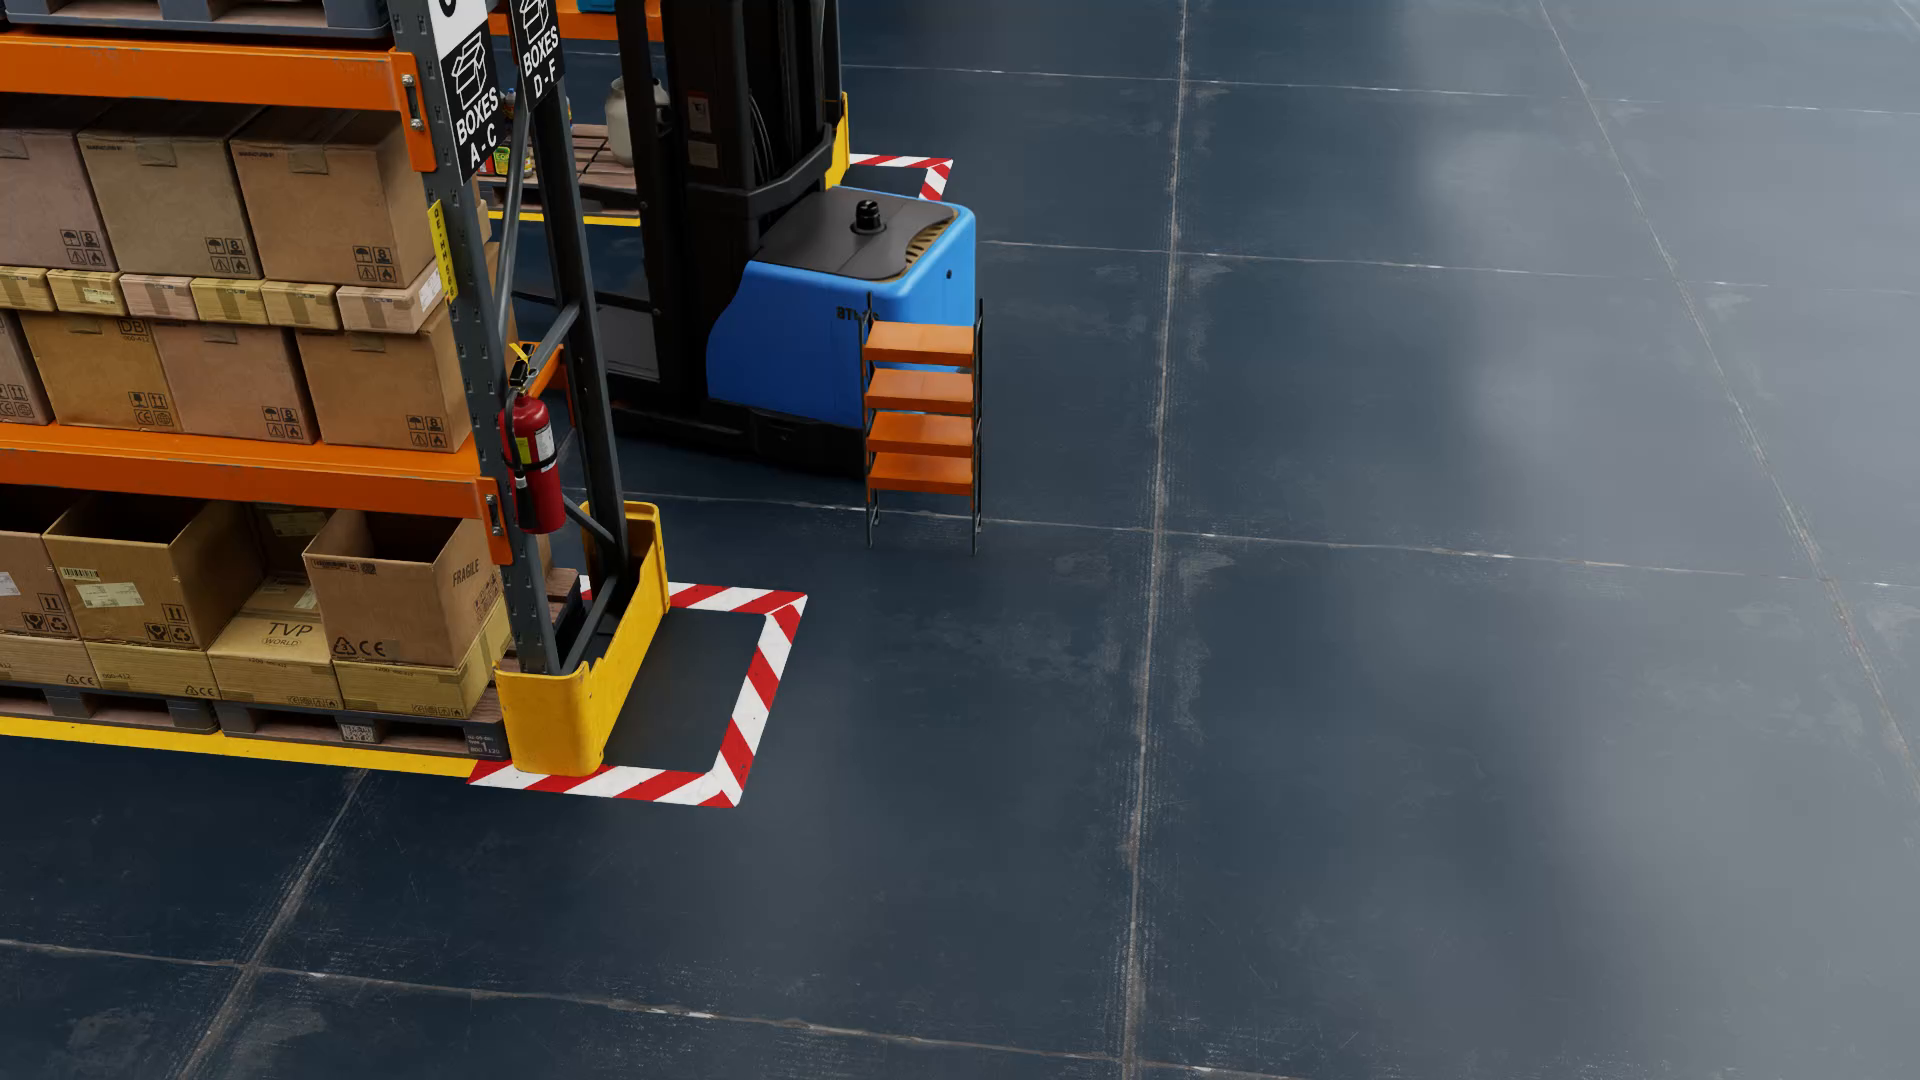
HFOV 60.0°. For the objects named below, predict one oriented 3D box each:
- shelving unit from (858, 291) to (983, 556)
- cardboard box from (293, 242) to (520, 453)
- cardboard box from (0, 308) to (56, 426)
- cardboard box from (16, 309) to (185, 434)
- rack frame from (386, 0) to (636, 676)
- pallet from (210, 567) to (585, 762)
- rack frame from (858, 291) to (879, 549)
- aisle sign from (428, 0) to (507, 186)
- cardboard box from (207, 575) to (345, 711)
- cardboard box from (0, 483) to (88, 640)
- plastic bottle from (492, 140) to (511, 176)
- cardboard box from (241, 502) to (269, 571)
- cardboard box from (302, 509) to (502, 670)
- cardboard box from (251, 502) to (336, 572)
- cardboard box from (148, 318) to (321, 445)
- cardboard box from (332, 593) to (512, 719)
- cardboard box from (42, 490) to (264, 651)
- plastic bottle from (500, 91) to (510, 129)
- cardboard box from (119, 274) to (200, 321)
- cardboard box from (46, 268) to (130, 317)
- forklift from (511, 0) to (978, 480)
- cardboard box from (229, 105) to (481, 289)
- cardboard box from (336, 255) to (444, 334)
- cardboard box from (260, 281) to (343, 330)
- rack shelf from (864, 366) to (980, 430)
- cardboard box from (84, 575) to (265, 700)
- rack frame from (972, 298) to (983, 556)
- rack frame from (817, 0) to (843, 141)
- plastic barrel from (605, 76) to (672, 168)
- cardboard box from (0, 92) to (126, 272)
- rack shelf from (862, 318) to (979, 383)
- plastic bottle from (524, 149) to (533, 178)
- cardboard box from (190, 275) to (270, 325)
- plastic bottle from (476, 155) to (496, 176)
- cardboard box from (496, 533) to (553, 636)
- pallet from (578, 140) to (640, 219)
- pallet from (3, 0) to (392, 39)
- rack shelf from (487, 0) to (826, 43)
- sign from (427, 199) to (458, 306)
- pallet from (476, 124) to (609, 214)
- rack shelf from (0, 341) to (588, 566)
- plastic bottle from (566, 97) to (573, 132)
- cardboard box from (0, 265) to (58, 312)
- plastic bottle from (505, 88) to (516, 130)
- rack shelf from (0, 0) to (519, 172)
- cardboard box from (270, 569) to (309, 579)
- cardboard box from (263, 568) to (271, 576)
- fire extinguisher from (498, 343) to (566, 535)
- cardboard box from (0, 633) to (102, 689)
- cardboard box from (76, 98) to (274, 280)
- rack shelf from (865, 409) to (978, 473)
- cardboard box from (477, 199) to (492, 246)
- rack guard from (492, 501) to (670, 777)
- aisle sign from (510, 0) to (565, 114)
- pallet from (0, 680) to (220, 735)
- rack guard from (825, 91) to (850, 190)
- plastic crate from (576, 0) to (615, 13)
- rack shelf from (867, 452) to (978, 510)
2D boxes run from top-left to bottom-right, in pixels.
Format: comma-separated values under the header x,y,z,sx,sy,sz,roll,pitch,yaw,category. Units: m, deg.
x,y,z,sx,sy,sz,roll,pitch,yaw,category
-0.164,-0.501,7.419,0.503,1.200,0.258,4,36,6,shelving unit
-2.003,-0.729,6.103,0.500,0.500,0.700,4,36,6,cardboard box
-3.539,-0.842,6.261,0.500,0.500,0.700,5,36,7,cardboard box
-3.016,-0.805,6.209,0.500,0.500,0.700,4,36,6,cardboard box
-1.541,-0.646,6.073,0.127,3.000,1.000,4,36,6,rack frame
-2.305,0.457,6.929,1.213,0.211,1.003,4,36,6,pallet
-0.406,-0.519,7.444,0.015,1.200,0.240,4,36,6,rack frame
-1.514,-1.530,5.074,0.004,0.787,0.394,4,36,6,aisle sign
-2.608,0.403,6.609,0.500,0.250,0.500,4,36,6,cardboard box
-3.601,0.026,6.492,0.500,0.500,0.500,4,36,6,cardboard box
-2.903,-2.455,10.567,0.133,0.283,0.061,5,36,7,plastic bottle
-3.039,-0.236,6.859,0.500,0.500,0.500,4,36,6,cardboard box
-2.111,0.129,6.347,0.500,0.500,0.500,4,36,6,cardboard box
-2.541,-0.207,6.817,0.500,0.500,0.500,4,36,6,cardboard box
-2.524,-0.765,6.153,0.500,0.500,0.700,5,36,7,cardboard box
-2.111,0.433,6.567,0.500,0.250,0.500,4,36,6,cardboard box
-3.105,0.063,6.439,0.500,0.500,0.500,4,36,6,cardboard box
-3.105,-2.915,11.222,0.097,0.271,0.097,0,36,0,plastic bottle
-2.707,-0.927,5.822,0.250,0.149,0.380,5,36,7,cardboard box
-2.968,-0.946,5.848,0.250,0.149,0.380,5,36,7,cardboard box
-1.478,-2.016,8.052,3.031,2.935,1.130,13,37,17,forklift
-2.055,-1.261,5.731,0.500,0.500,0.700,4,36,6,cardboard box
-1.945,-0.869,5.741,0.250,0.149,0.380,4,36,5,cardboard box
-2.205,-0.888,5.767,0.250,0.149,0.380,5,36,7,cardboard box
-0.164,-0.628,7.328,0.480,0.148,0.258,4,36,6,rack shelf
-3.105,0.367,6.659,0.500,0.250,0.500,4,36,6,cardboard box
0.078,-0.483,7.393,0.015,1.200,0.240,4,36,6,rack frame
-0.907,-3.500,10.072,0.127,3.000,1.000,4,36,6,rack frame
-2.067,-2.700,10.731,0.421,0.512,0.421,0,36,0,plastic barrel
-3.078,-1.333,5.833,0.500,0.500,0.700,4,36,6,cardboard box
-0.164,-0.820,7.190,0.480,0.148,0.258,4,36,6,rack shelf
-2.784,-2.423,10.593,0.097,0.201,0.097,0,36,0,plastic bottle
-2.458,-0.907,5.794,0.250,0.149,0.380,4,36,5,cardboard box
-3.031,-2.488,10.620,0.135,0.276,0.152,5,36,6,plastic bottle
-2.045,0.134,6.985,0.500,0.250,0.500,4,36,6,cardboard box
-1.793,-2.406,10.940,1.213,0.211,1.003,4,36,6,pallet
-2.239,-1.898,5.322,1.213,0.211,1.003,4,36,6,pallet
-2.891,-3.355,10.488,4.000,0.370,1.077,4,36,6,rack shelf
-1.624,-0.902,5.231,0.005,0.325,0.100,4,36,6,sign
-3.000,-2.498,11.069,1.213,0.211,1.003,4,36,6,pallet
-3.525,-0.501,6.489,4.000,0.370,1.077,4,36,6,rack shelf
-2.665,-2.882,11.176,0.097,0.271,0.097,0,36,0,plastic bottle
-3.229,-0.964,5.874,0.250,0.149,0.380,5,36,7,cardboard box
-3.005,-2.907,11.211,0.097,0.271,0.097,0,36,0,plastic bottle
-3.525,-1.722,5.618,4.000,0.370,1.077,4,36,6,rack shelf
-2.541,0.100,7.034,0.500,0.250,0.500,4,36,6,cardboard box
-3.037,0.062,7.086,0.500,0.250,0.500,4,36,6,cardboard box
-1.483,-0.338,5.708,0.183,0.674,0.296,4,36,6,fire extinguisher
-3.600,0.329,6.713,0.500,0.250,0.500,4,36,6,cardboard box
-2.578,-1.296,5.781,0.500,0.500,0.700,3,36,5,cardboard box
-0.164,-0.446,7.458,0.480,0.148,0.258,4,36,6,rack shelf
-1.903,-1.104,6.070,0.250,0.149,0.380,4,36,6,cardboard box
-1.518,0.373,6.797,0.348,0.500,1.175,4,36,6,rack guard
-1.437,-1.876,5.558,0.004,0.787,0.394,4,36,6,aisle sign
-3.512,0.365,7.057,1.213,0.211,1.003,4,36,6,pallet
-0.988,-2.461,10.768,0.348,0.500,1.175,4,36,6,rack guard
-2.085,-3.355,9.997,0.408,0.251,0.499,4,36,6,plastic crate
-0.164,-0.284,7.573,0.480,0.148,0.258,4,36,6,rack shelf
